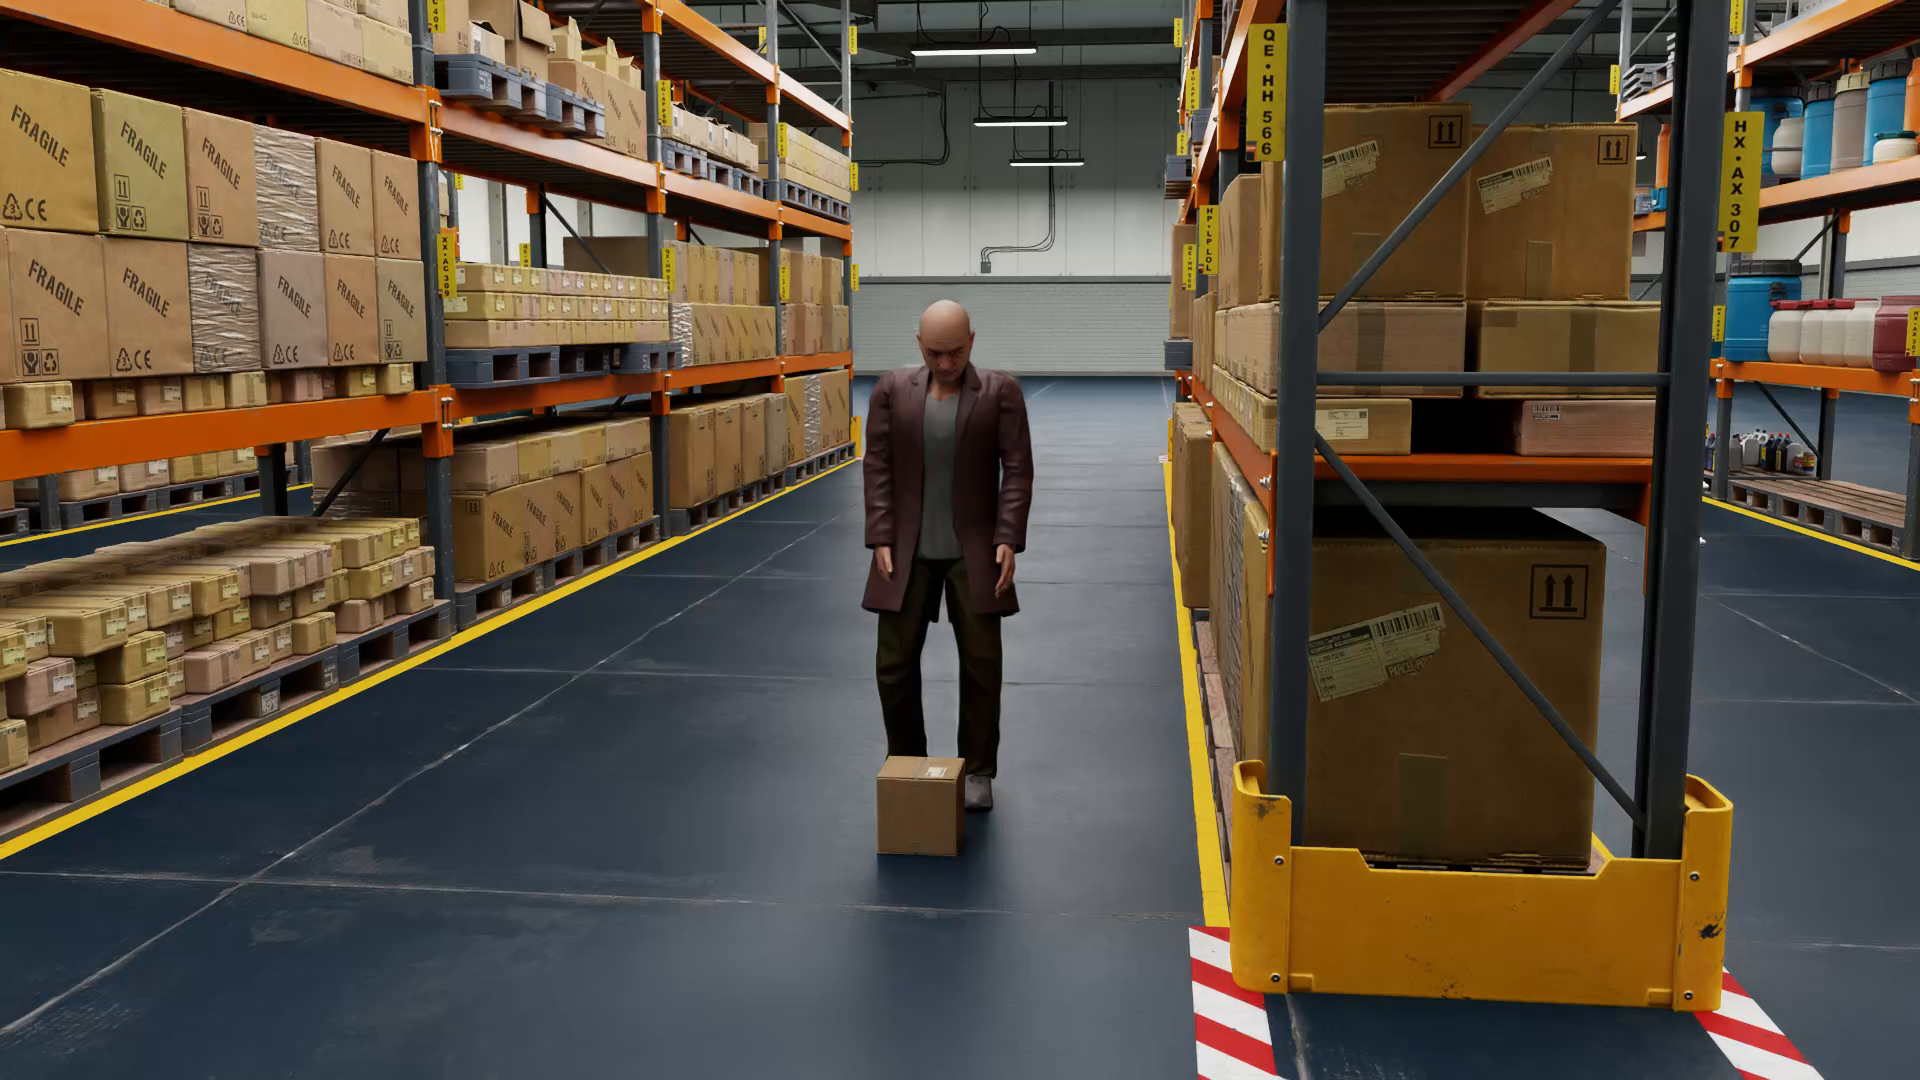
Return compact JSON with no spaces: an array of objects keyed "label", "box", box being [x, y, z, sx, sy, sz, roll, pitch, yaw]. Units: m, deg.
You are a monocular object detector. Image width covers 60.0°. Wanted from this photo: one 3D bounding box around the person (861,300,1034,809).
[{"label":"person","box":[-0.044,0.051,5.698,0.591,1.727,0.432,1,8,8]}]
